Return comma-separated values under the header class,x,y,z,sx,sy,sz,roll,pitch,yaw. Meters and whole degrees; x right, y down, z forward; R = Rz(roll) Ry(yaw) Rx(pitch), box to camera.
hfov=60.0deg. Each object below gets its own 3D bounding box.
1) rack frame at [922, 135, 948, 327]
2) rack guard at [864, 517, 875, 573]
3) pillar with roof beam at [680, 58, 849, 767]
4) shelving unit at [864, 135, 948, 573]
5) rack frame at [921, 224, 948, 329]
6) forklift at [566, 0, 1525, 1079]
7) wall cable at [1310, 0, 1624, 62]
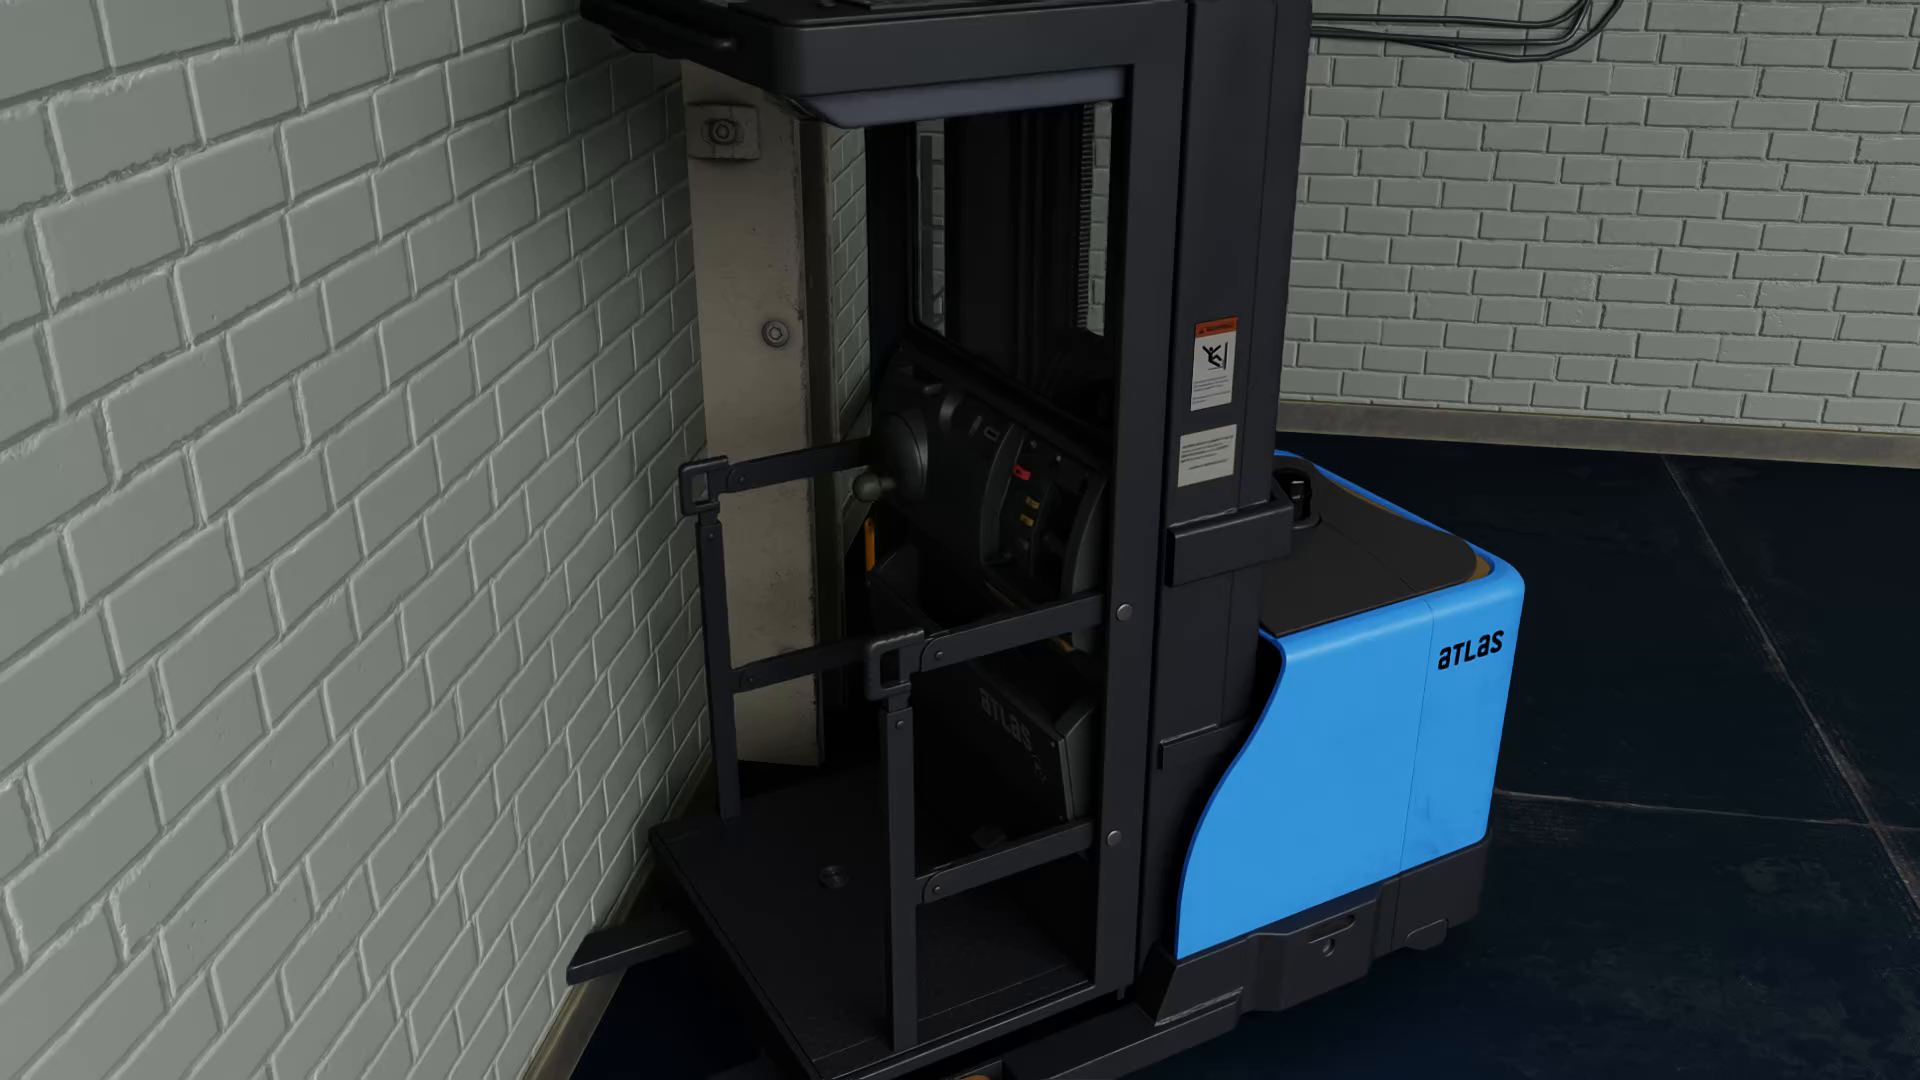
class,x,y,z,sx,sy,sz,roll,pitch,yaw
rack frame,0.097,-0.928,6.962,0.500,1.500,0.032,4,25,9
rack guard,-0.069,0.063,6.320,0.587,0.250,0.087,4,25,9
pillar with roof beam,3.691,-3.158,2.881,9.100,9.000,0.400,4,25,9
shelving unit,0.012,-0.711,6.500,0.587,1.500,1.083,4,25,9
rack frame,-0.069,-0.502,6.054,0.500,1.500,0.032,4,25,9
forklift,-0.135,-0.154,3.622,3.031,2.935,1.130,-13,28,-26
wall cable,1.230,-3.190,6.613,3.097,2.526,0.112,4,25,9
